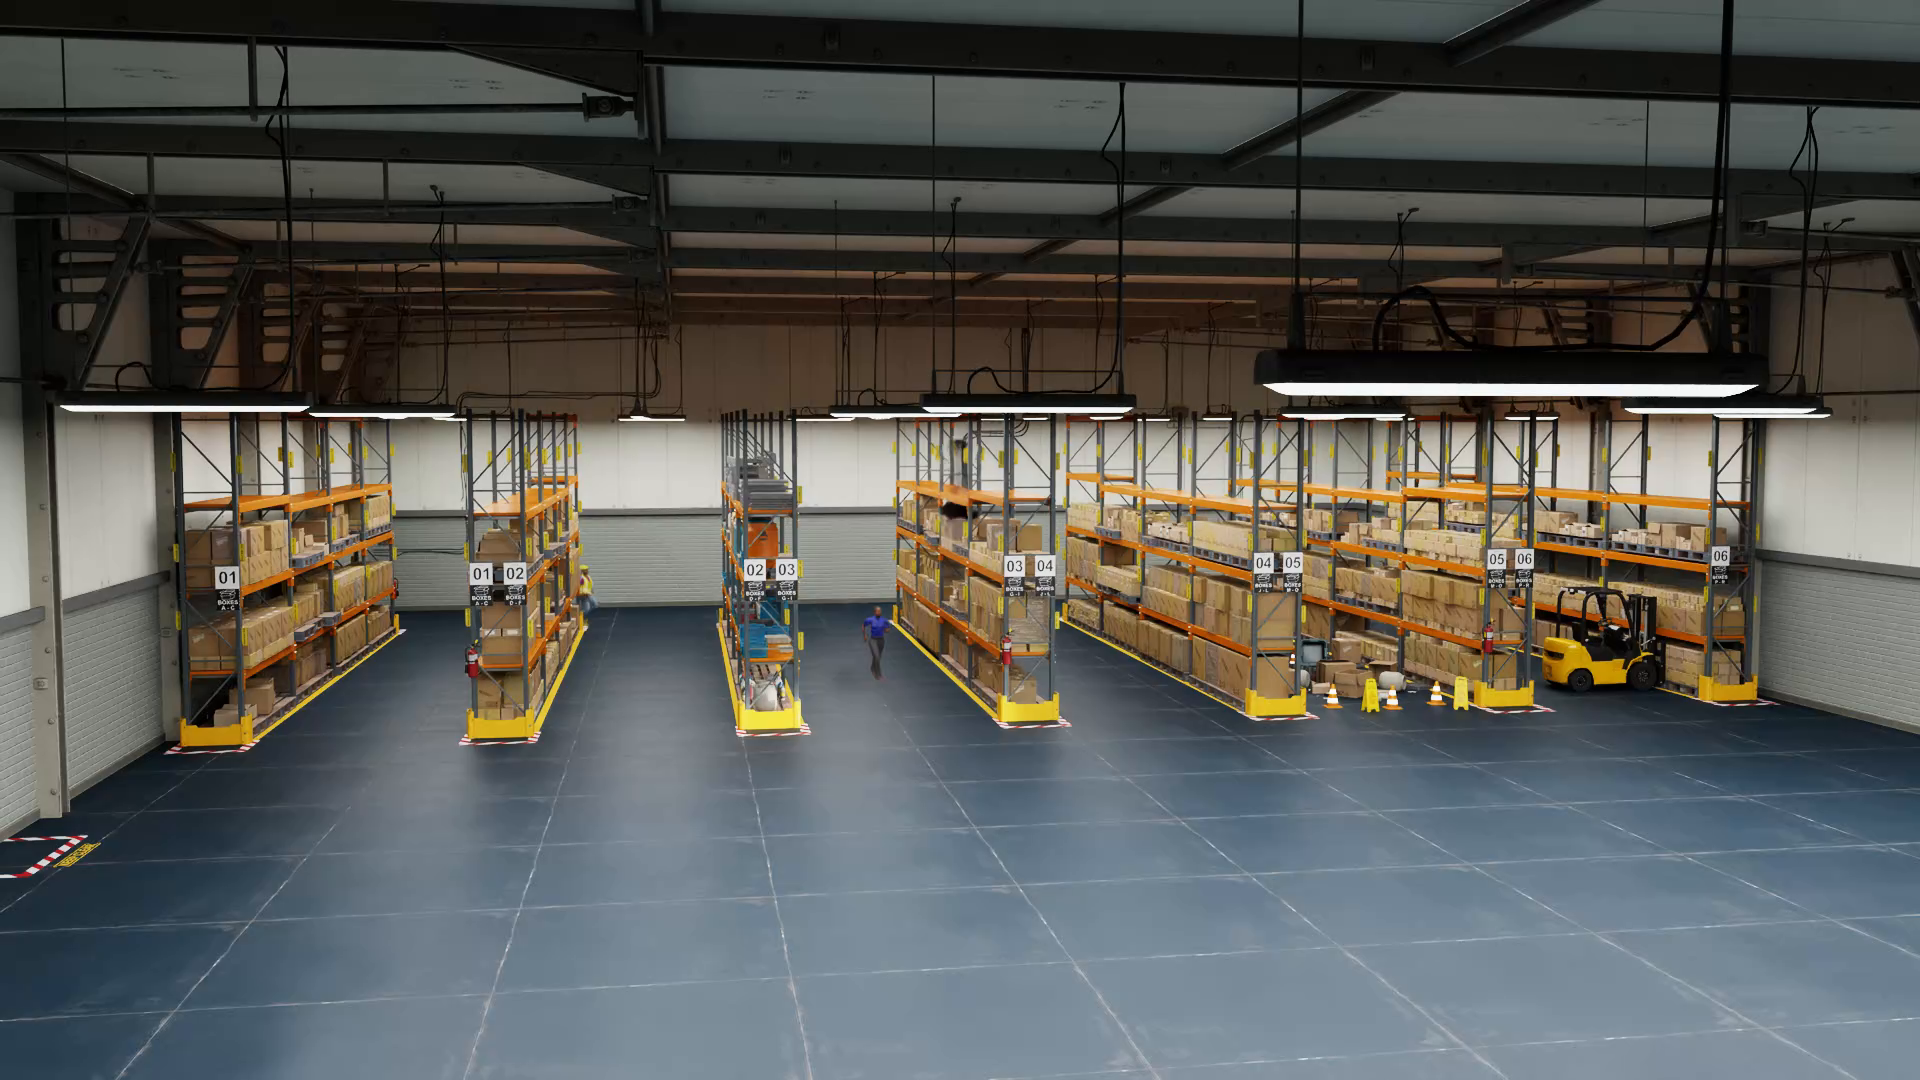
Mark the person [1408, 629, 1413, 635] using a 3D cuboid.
[{"bbox_3d":[11.598,1.928,41.917,0.600,1.834,0.853,-1,4,-7],"label":"person"}]

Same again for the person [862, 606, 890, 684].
[{"bbox_3d":[-1.854,2.297,36.984,0.559,1.682,0.901,-2,4,-28],"label":"person"}]

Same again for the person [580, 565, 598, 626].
[{"bbox_3d":[-10.581,1.571,47.199,0.538,1.727,0.725,1,4,16],"label":"person"}]

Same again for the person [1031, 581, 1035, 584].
[{"bbox_3d":[2.090,1.642,46.149,0.702,1.730,0.667,0,4,-6],"label":"person"}]
